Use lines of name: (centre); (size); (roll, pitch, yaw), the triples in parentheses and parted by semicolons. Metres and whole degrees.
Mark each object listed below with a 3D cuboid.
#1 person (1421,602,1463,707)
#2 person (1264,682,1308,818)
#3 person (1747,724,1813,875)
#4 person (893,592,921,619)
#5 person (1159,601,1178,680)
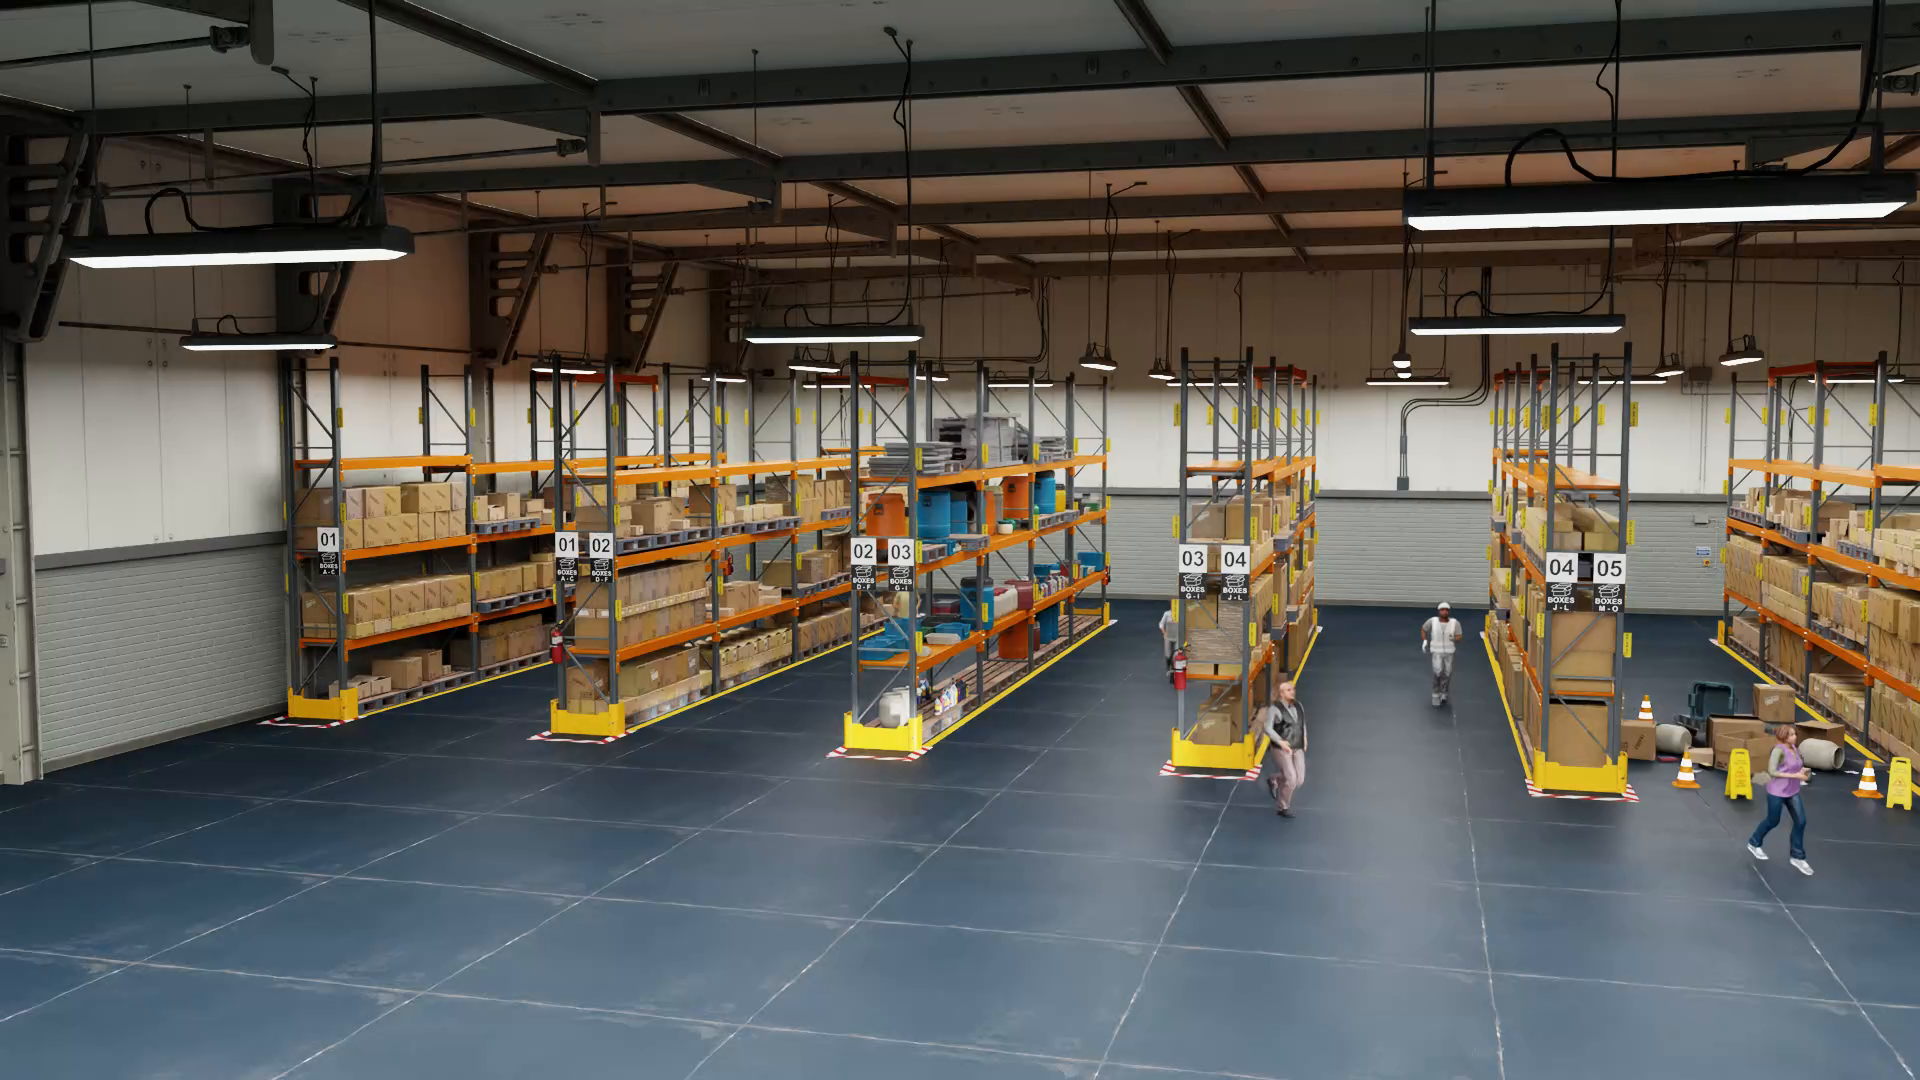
person: (8.395, 1.992, 28.928); (0.656, 1.824, 0.744); (0, 4, 5)
person: (4.090, 2.624, 20.973); (0.683, 1.695, 0.649); (-2, 5, -31)
person: (9.096, 2.840, 18.455); (0.528, 1.629, 0.751); (-2, 5, -25)
person: (-1.100, 1.621, 34.358); (0.577, 1.659, 0.955); (0, 4, 2)
person: (4.020, 1.903, 31.449); (0.527, 1.559, 0.550); (1, 4, 10)
